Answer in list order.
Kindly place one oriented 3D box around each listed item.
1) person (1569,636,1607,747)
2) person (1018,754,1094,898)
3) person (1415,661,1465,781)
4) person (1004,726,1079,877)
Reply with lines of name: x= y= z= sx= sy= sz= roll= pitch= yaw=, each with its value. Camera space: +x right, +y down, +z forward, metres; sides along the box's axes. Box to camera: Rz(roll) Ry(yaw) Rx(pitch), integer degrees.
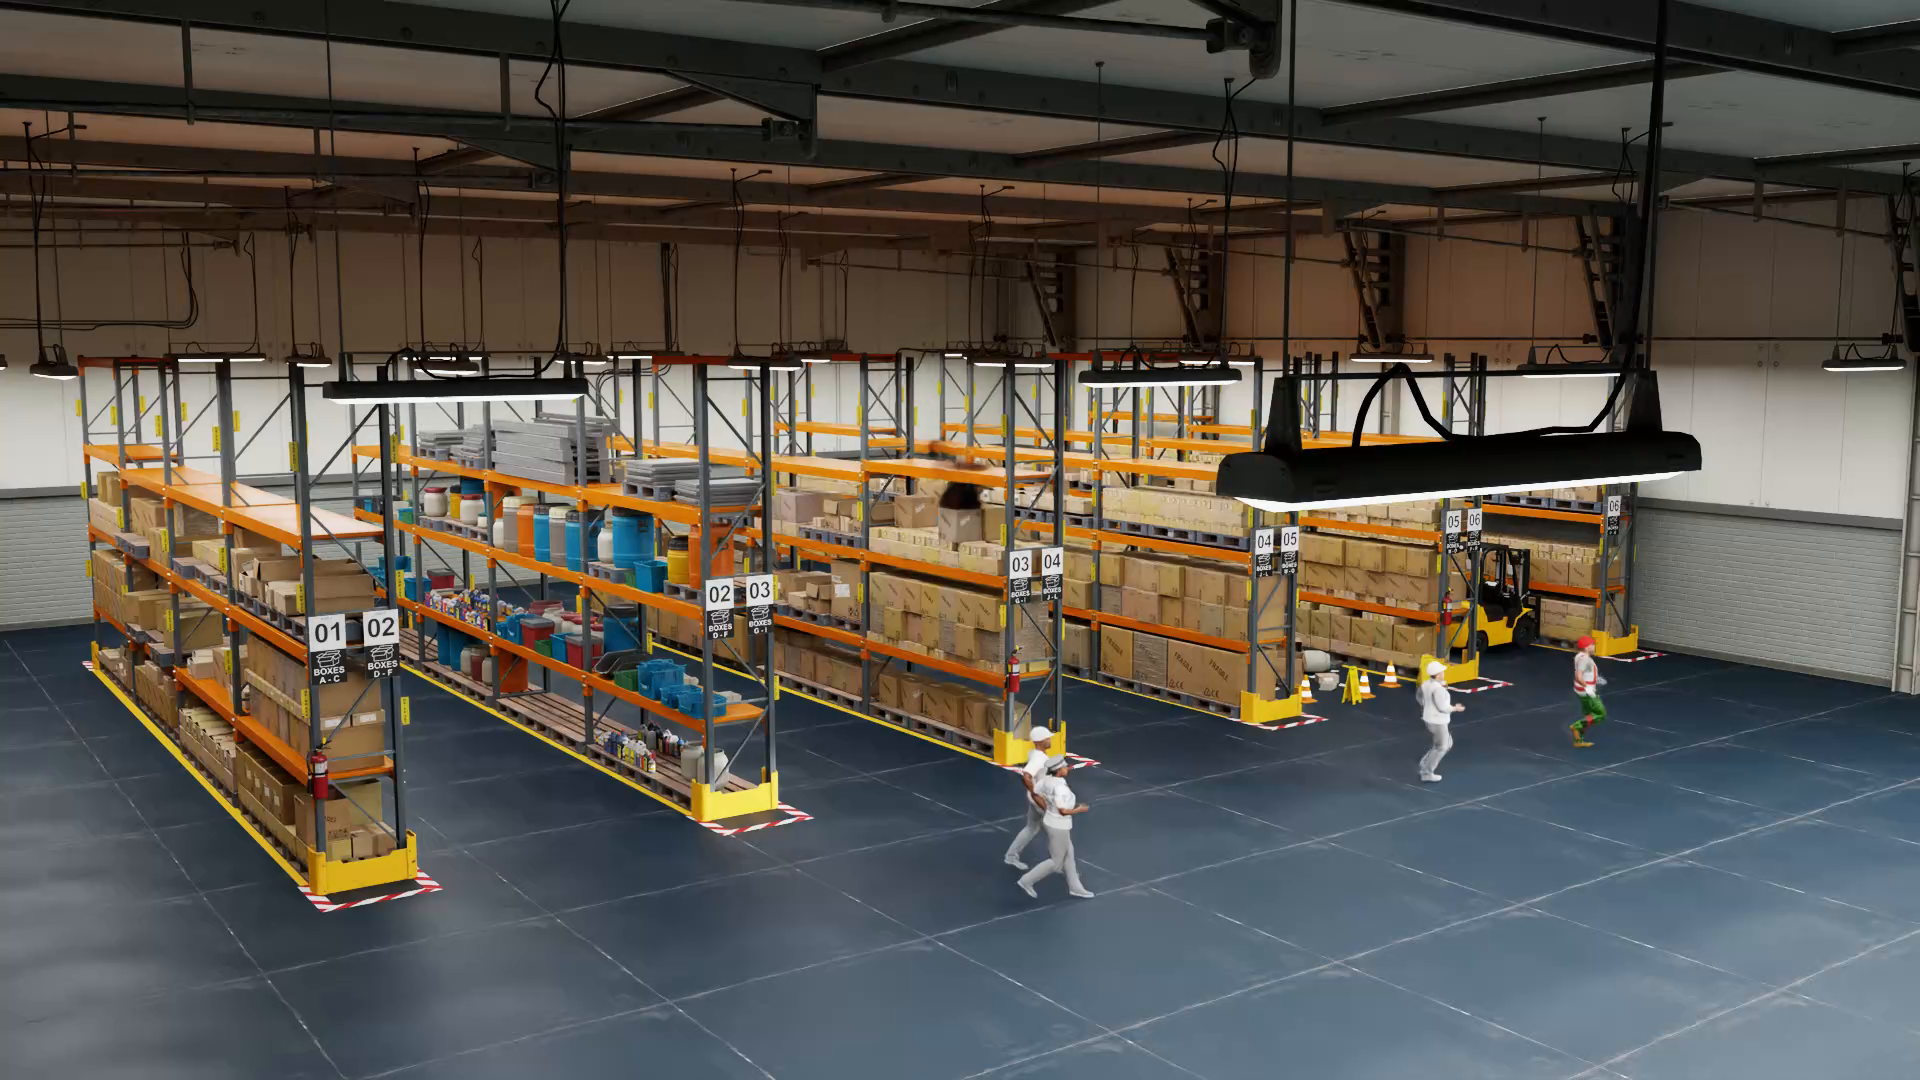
person: x=9.749 y=2.355 z=25.751 sx=0.557 sy=1.744 sz=0.664 roll=1 pitch=7 yaw=7
person: x=1.080 y=3.225 z=18.619 sx=0.923 sy=1.699 sz=0.579 roll=-2 pitch=7 yaw=-13
person: x=6.875 y=2.582 z=23.775 sx=0.598 sy=1.731 sz=0.647 roll=0 pitch=7 yaw=-2
person: x=0.957 y=3.078 z=19.535 sx=0.871 sy=1.806 sz=0.685 roll=-1 pitch=7 yaw=-11
